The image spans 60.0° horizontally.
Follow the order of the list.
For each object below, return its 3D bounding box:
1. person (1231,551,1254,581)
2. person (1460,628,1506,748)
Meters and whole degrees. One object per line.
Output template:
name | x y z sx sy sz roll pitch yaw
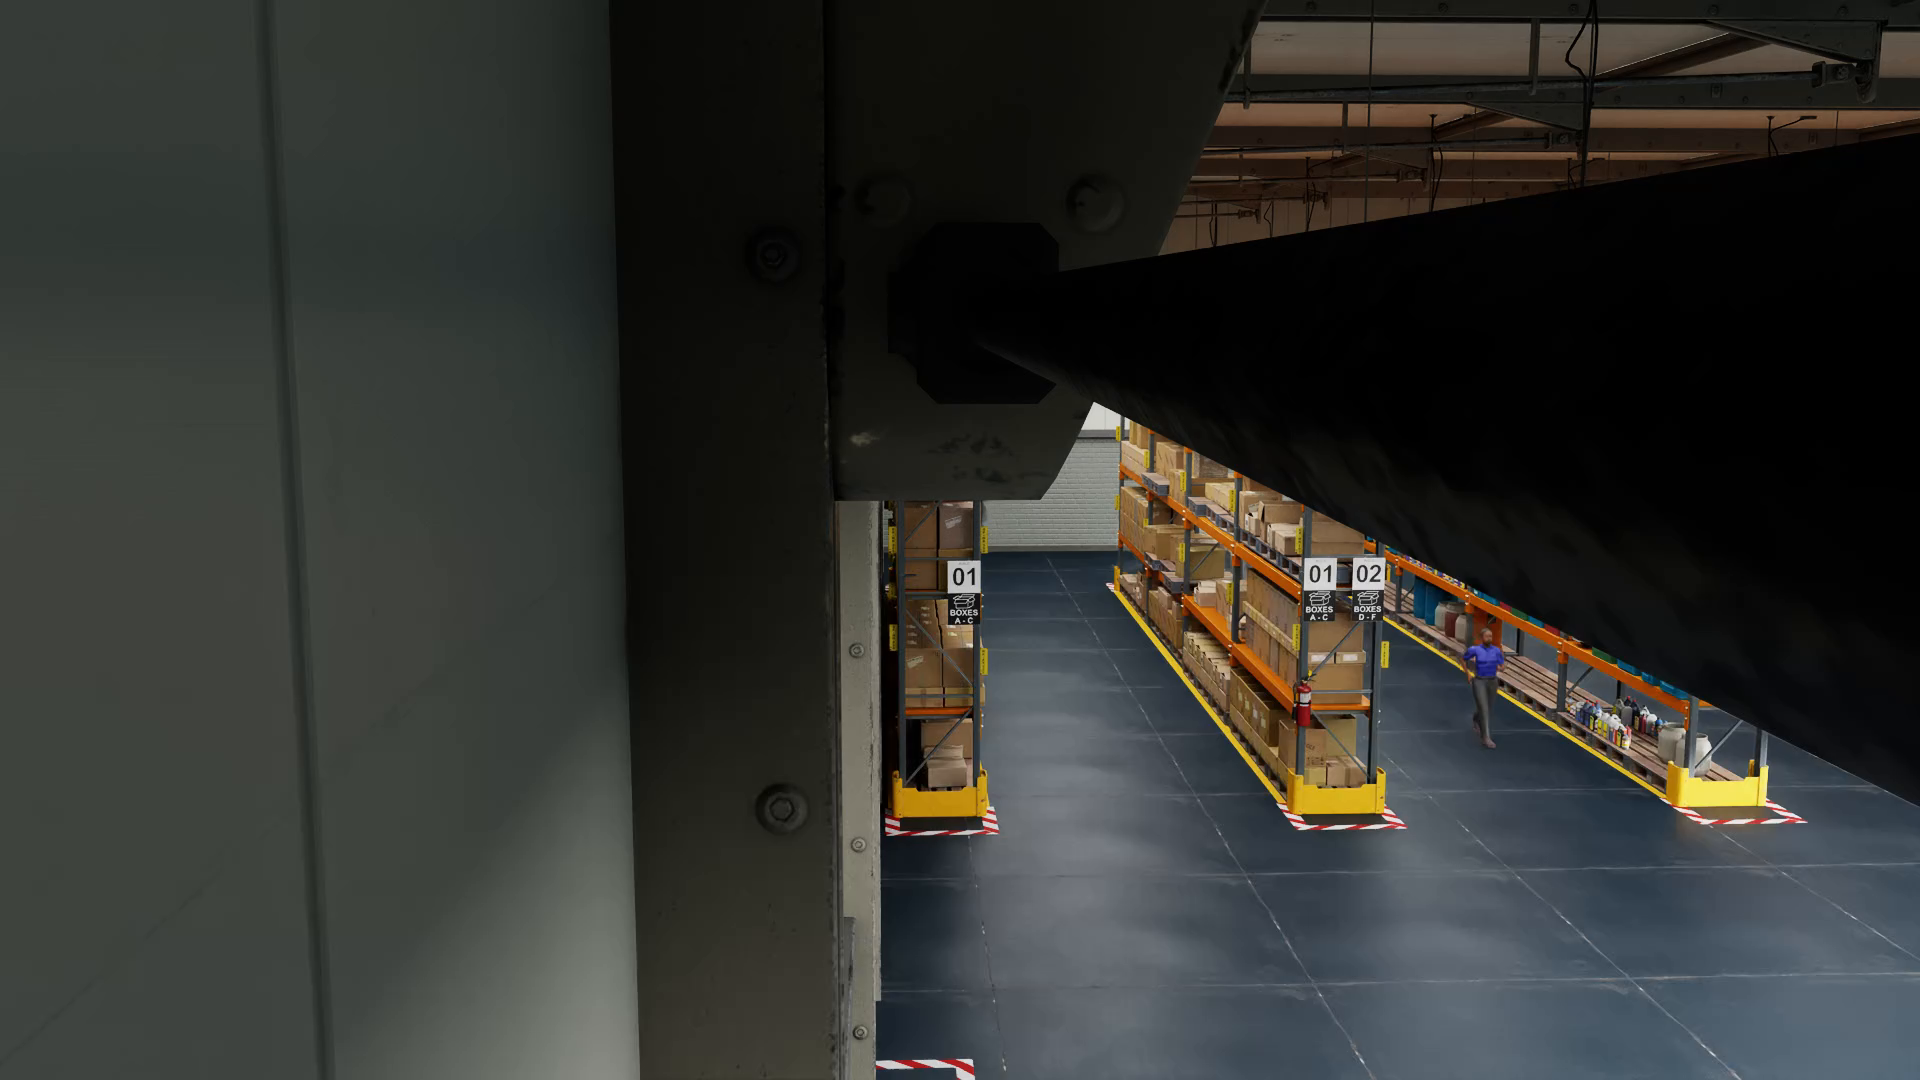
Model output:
person | 6.001 0.506 34.947 0.624 1.633 0.552 -2 8 -15
person | 7.515 2.081 23.844 0.579 1.624 0.941 -1 8 -8
